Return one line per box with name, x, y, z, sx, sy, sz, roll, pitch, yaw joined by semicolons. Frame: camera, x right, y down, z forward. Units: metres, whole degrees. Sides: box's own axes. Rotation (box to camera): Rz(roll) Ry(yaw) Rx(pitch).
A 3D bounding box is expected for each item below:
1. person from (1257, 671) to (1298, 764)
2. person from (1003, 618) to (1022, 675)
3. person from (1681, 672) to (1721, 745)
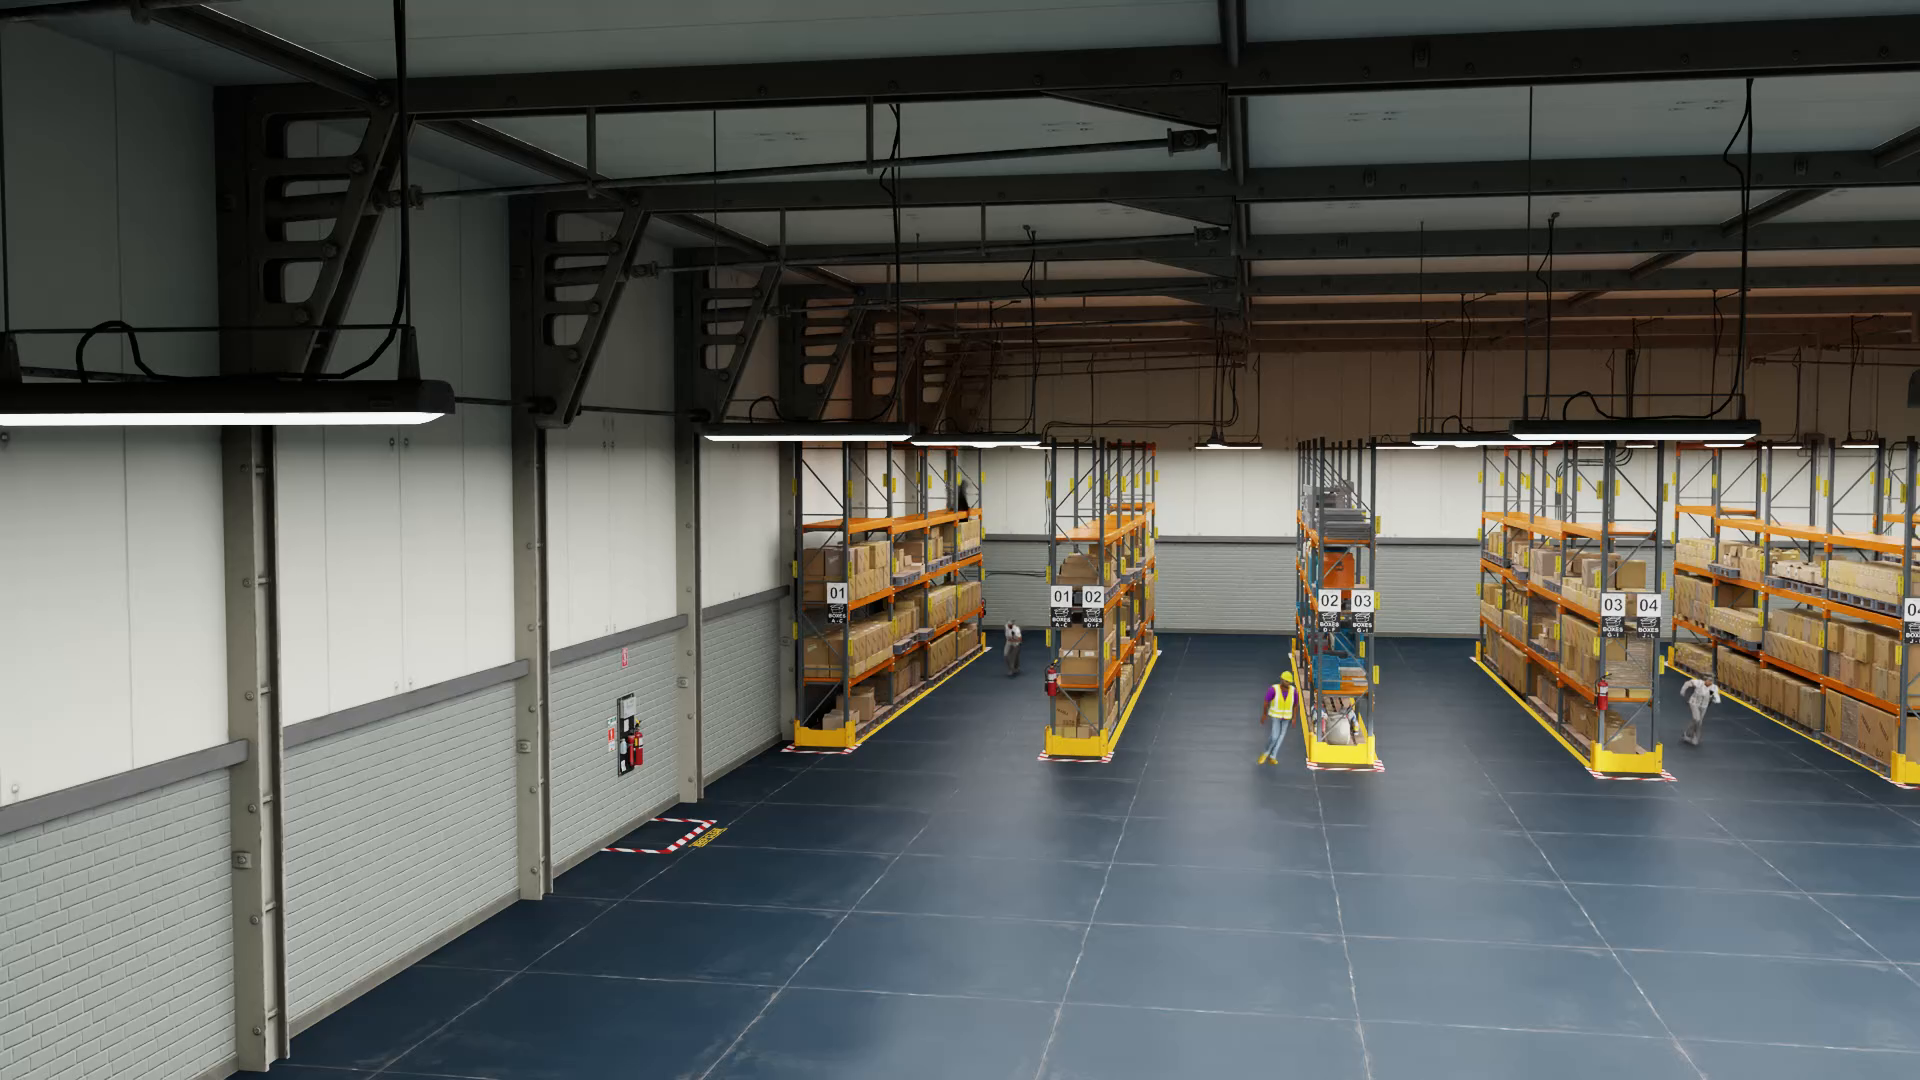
person;5.789;3.231;30.235;0.716;1.724;0.593;-1;3;-10
person;1.376;2.712;42.704;0.590;1.473;1.064;1;3;21
person;14.447;3.263;32.397;0.562;1.443;1.018;0;3;3
